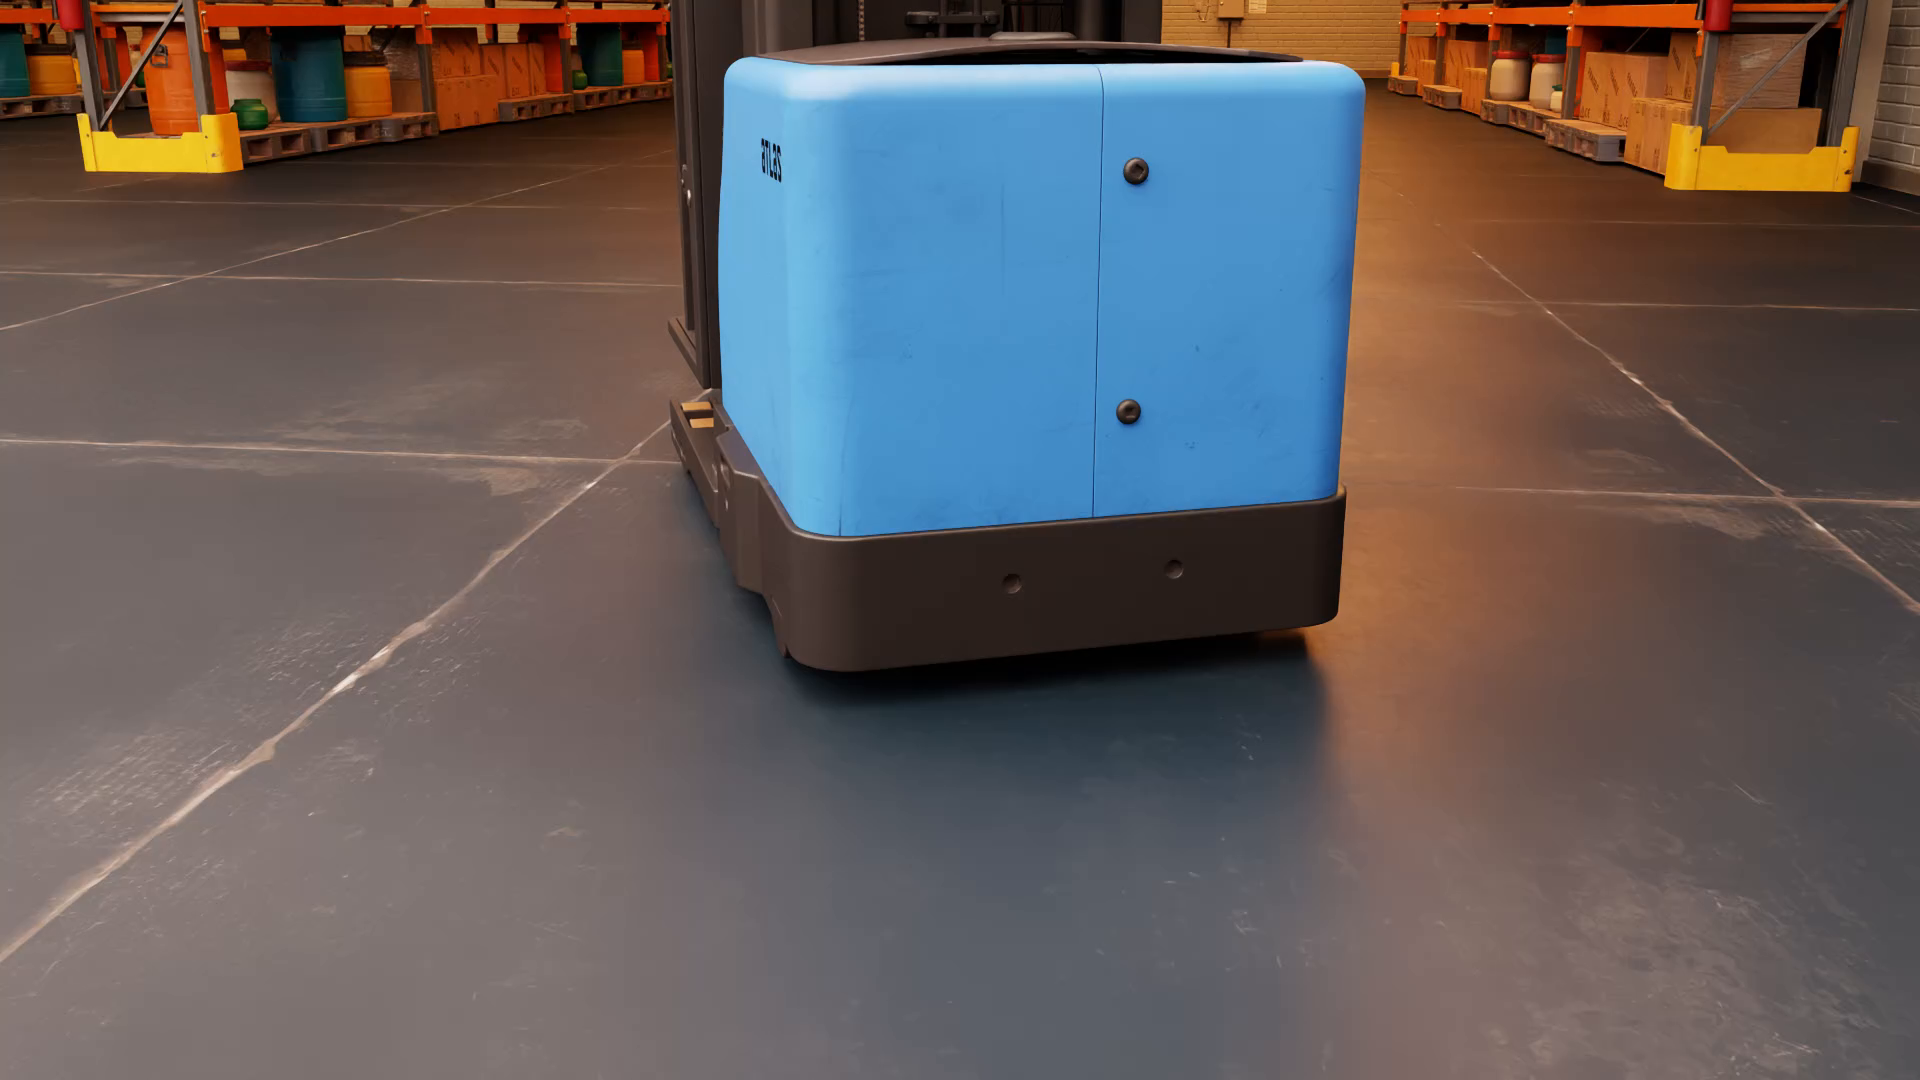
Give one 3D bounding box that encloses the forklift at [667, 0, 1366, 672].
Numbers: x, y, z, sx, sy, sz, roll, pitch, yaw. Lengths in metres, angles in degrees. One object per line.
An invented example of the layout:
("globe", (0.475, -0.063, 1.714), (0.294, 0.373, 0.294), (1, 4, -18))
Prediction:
("forklift", (-0.159, -1.575, 3.946), (1.130, 2.935, 3.031), (-5, 18, -14))
